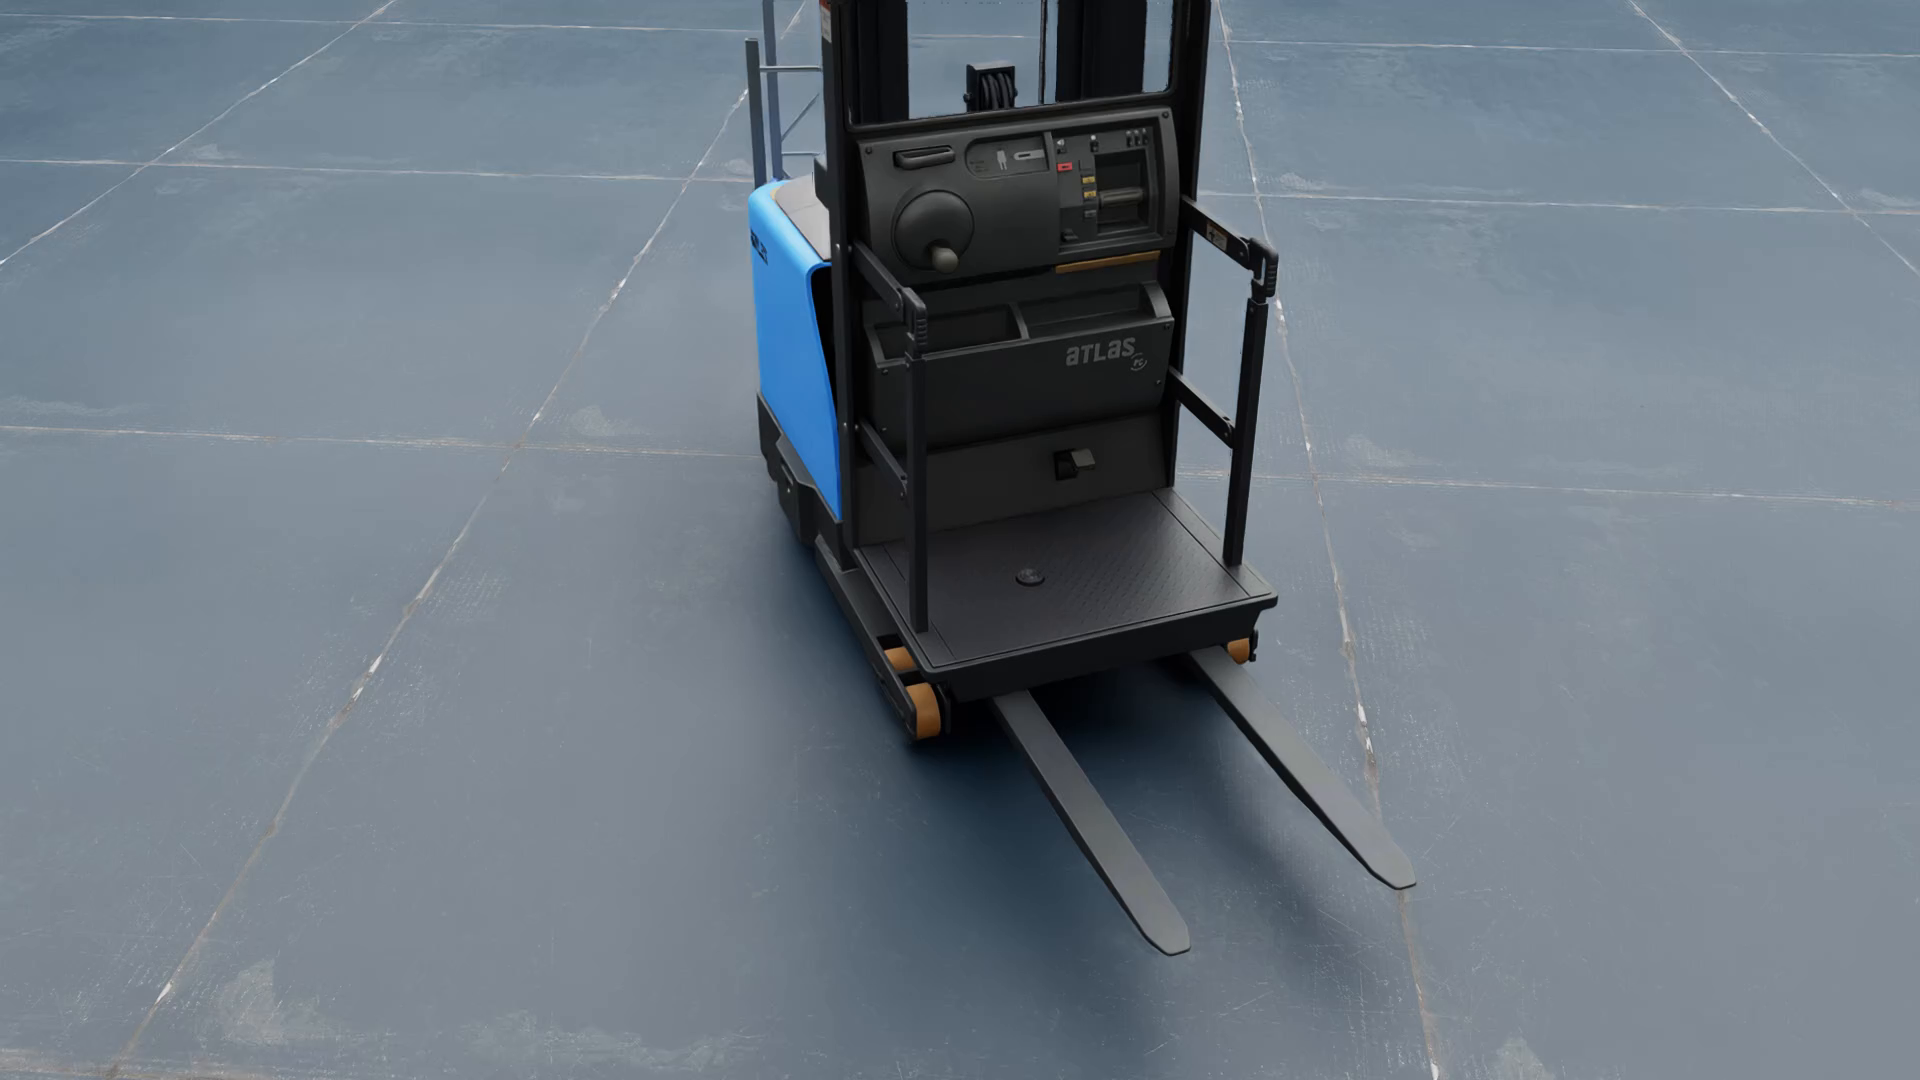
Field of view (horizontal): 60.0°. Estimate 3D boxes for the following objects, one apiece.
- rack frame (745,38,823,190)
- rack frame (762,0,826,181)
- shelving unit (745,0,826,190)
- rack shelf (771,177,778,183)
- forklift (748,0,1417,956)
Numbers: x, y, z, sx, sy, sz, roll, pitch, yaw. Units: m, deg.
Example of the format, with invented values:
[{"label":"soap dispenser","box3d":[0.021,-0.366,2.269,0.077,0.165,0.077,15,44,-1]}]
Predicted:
[{"label":"rack frame","box3d":[-0.481,-1.072,6.060,0.500,1.500,0.032,-2,32,-3]},{"label":"rack frame","box3d":[-0.534,-1.605,6.924,0.500,1.500,0.032,-2,32,-3]},{"label":"shelving unit","box3d":[-0.507,-1.338,6.492,0.538,1.500,1.048,-2,32,-3]},{"label":"rack shelf","box3d":[-0.507,-1.185,6.586,0.538,0.185,1.000,-2,32,-3]},{"label":"forklift","box3d":[0.254,-0.916,4.443,1.130,2.935,3.031,-11,33,-17]}]
